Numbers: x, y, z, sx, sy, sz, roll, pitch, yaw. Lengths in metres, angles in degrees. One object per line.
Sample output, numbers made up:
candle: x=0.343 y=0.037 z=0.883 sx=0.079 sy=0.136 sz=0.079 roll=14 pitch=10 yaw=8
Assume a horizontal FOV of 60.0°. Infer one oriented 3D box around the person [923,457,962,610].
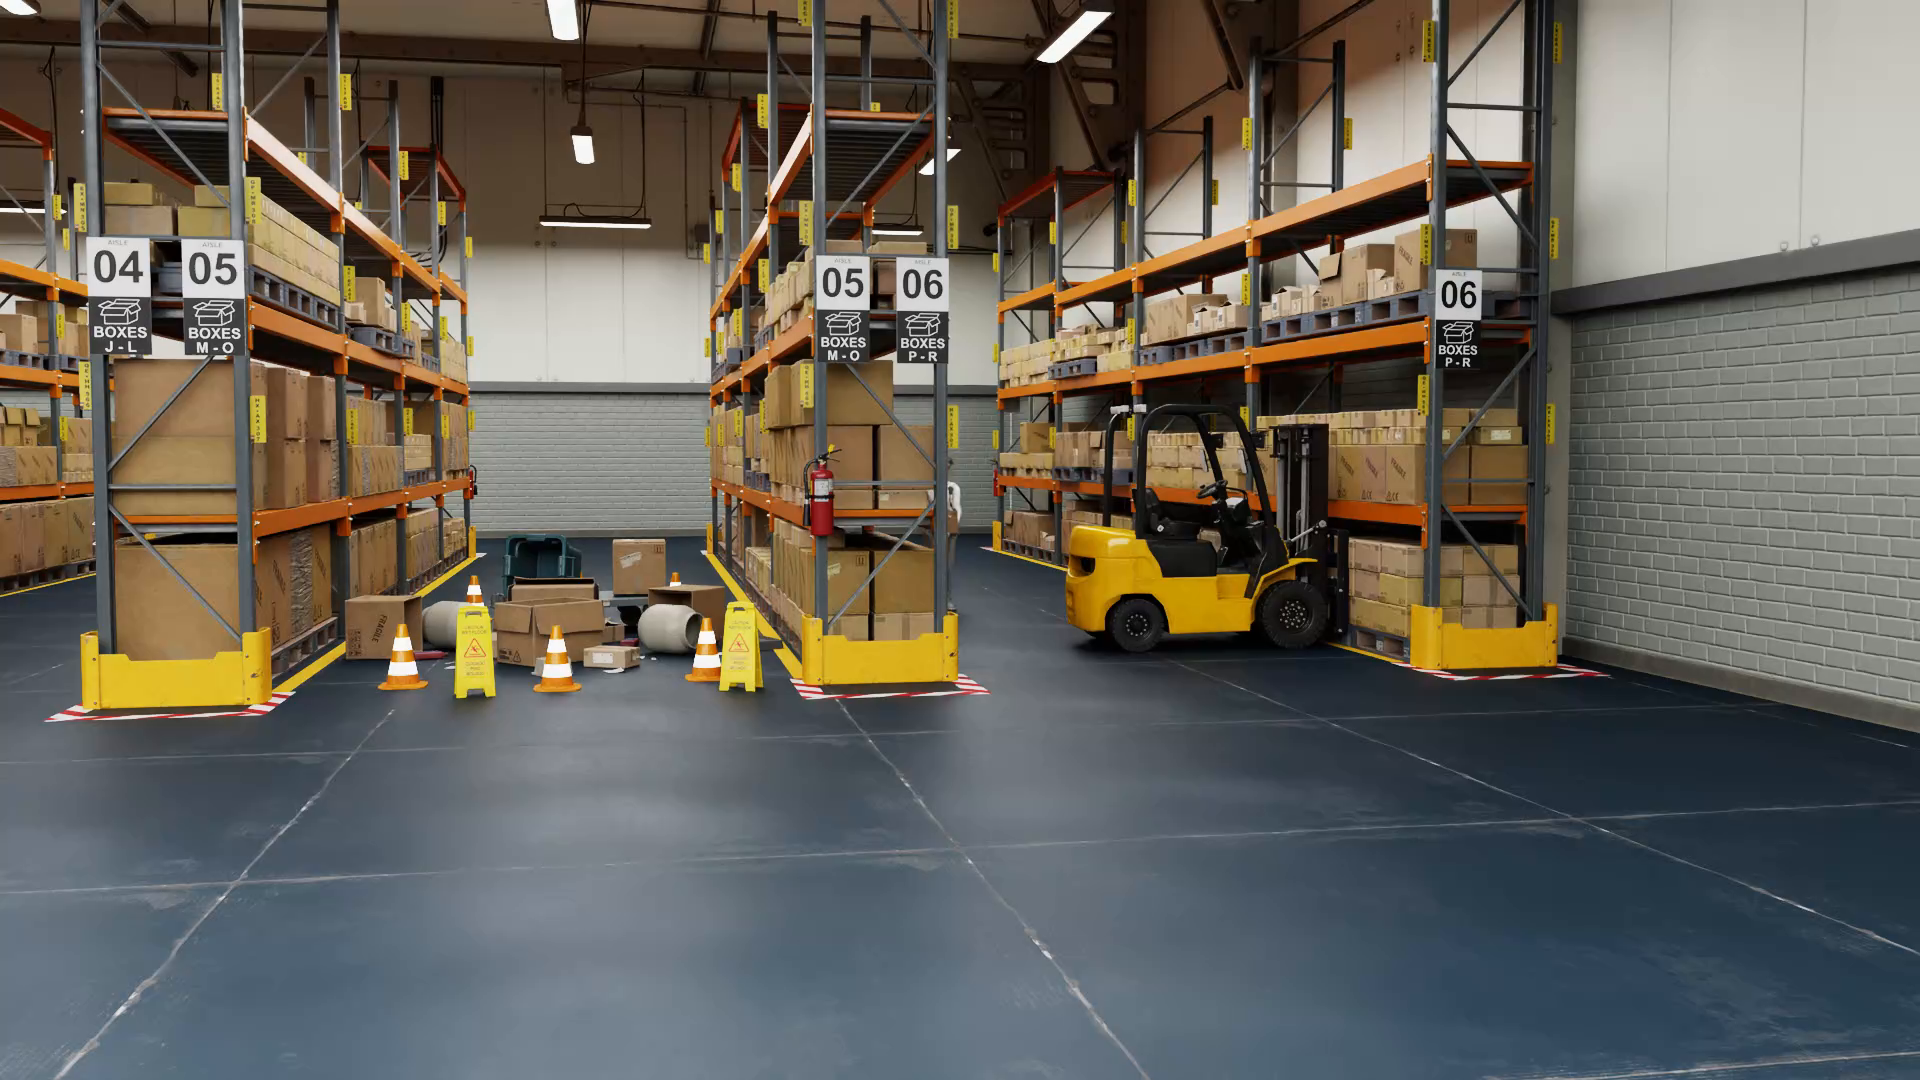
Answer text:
person: x=-0.209 y=-0.079 z=18.236 sx=0.469 sy=1.698 sz=0.549 roll=0 pitch=3 yaw=3
